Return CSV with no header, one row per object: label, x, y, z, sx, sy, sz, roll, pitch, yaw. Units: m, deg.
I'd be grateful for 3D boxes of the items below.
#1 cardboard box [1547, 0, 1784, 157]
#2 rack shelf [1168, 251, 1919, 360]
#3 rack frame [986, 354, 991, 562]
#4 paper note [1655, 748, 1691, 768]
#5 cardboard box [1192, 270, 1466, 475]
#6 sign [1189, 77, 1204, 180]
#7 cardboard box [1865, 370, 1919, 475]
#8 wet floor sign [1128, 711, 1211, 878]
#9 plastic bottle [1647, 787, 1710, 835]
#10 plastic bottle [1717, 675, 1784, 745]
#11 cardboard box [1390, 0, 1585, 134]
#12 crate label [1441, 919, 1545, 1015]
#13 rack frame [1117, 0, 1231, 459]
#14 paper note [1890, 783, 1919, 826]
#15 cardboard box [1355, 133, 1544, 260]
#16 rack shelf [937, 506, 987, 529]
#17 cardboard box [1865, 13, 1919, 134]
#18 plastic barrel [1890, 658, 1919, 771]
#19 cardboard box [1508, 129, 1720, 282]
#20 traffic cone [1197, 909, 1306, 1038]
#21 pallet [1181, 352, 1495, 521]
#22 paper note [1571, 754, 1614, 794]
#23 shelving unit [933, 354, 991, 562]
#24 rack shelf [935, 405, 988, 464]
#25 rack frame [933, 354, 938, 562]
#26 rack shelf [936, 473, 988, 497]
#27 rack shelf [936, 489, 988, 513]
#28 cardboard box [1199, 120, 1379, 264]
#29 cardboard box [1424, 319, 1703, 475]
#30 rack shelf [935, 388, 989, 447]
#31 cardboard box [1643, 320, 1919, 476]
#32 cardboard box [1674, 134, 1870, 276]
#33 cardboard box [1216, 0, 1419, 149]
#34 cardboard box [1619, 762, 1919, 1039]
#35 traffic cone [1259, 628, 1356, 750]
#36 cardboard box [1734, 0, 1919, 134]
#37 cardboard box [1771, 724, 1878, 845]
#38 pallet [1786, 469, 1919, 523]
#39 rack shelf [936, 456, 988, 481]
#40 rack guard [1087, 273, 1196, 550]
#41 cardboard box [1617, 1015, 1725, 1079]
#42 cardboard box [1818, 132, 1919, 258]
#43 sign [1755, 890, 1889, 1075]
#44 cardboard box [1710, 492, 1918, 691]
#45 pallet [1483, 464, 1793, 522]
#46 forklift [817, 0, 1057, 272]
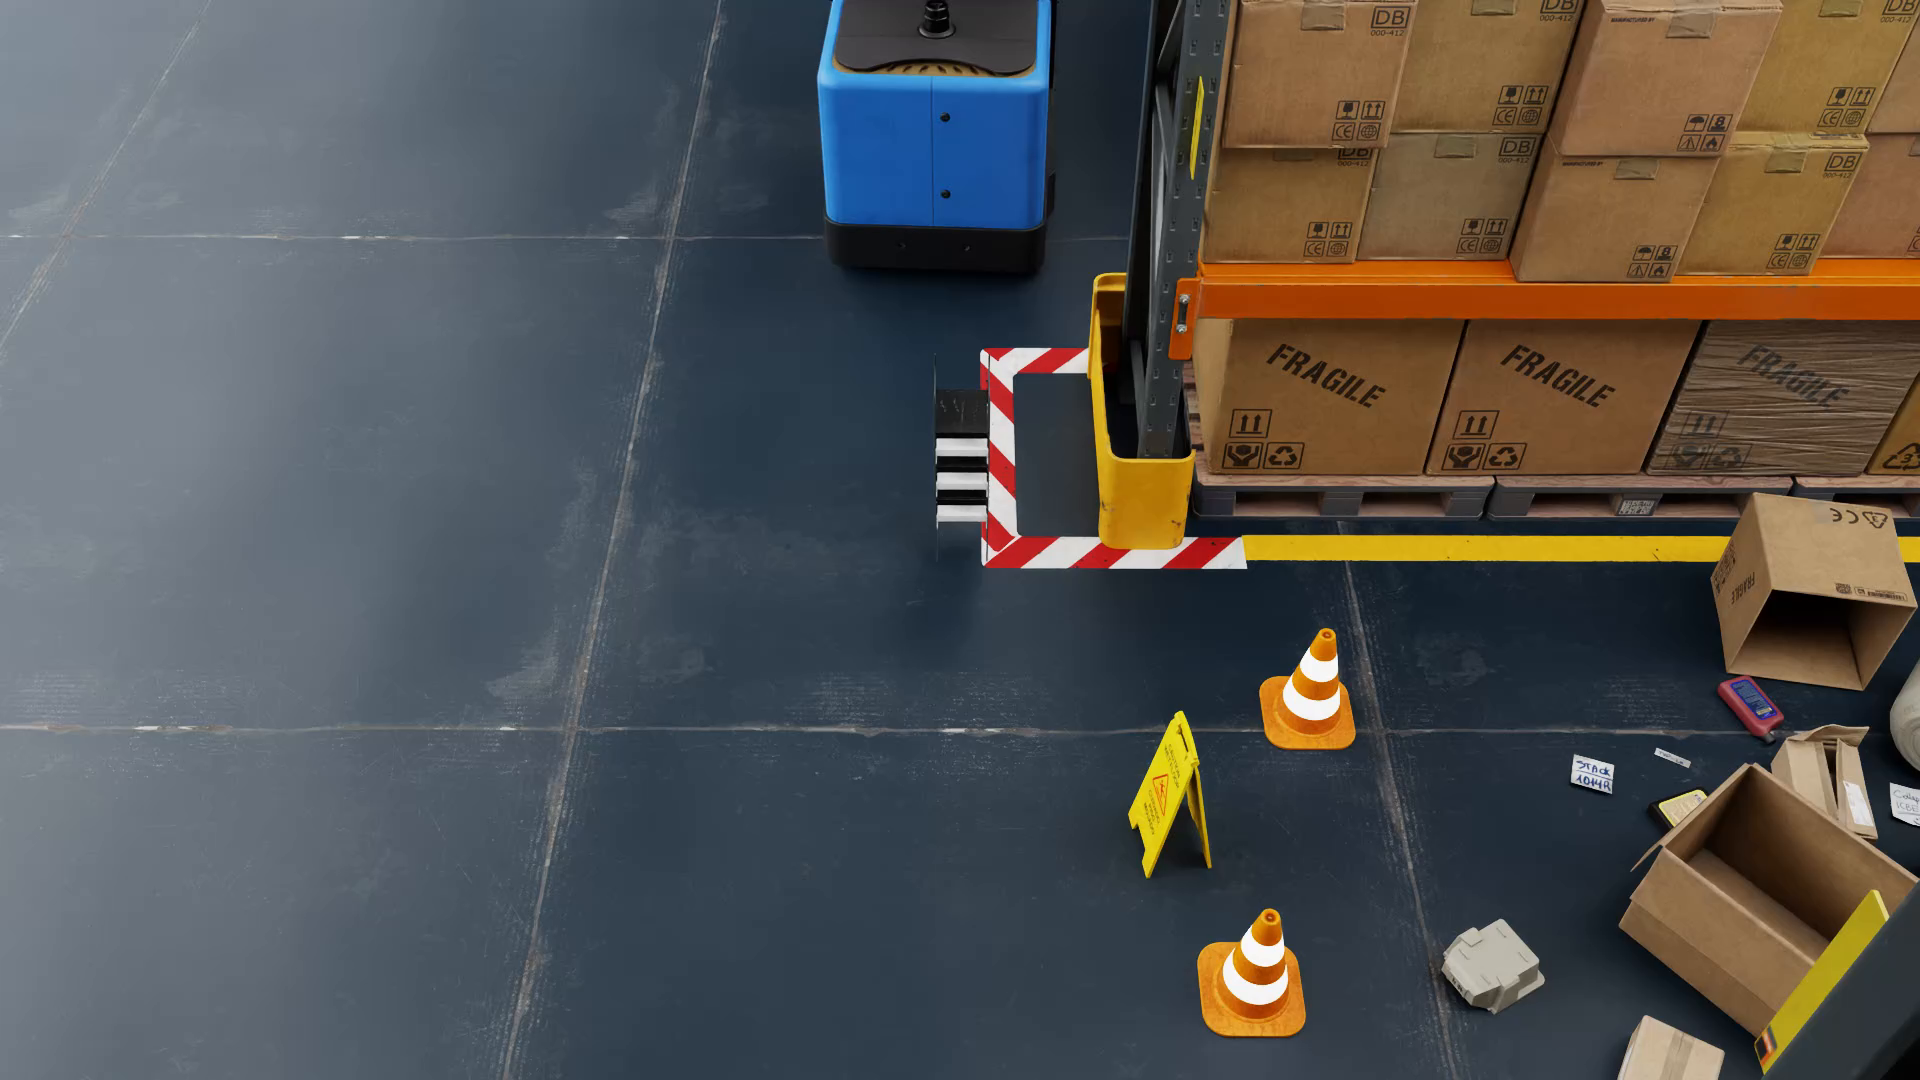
cardboard box,2.253,-1.767,5.586,0.550,0.550,0.875,0,47,0
rack shelf,2.772,-1.162,6.354,4.000,0.370,1.077,0,47,0
rack frame,0.110,-0.306,6.501,0.006,0.900,0.240,0,47,0
paper note,2.607,0.797,6.082,0.123,0.001,0.032,23,51,20
cardboard box,1.450,-0.878,6.764,0.875,0.875,0.875,0,47,0
sign,0.764,-1.328,5.372,0.005,0.325,0.100,0,47,0
cardboard box,4.143,-0.874,6.759,0.875,0.875,0.875,1,47,1
wet floor sign,0.736,0.839,5.609,0.232,0.644,0.267,-7,47,-7
plastic bottle,2.599,0.956,5.899,0.283,0.061,0.133,-15,49,-13
plastic bottle,2.966,0.636,6.197,0.133,0.061,0.283,-15,49,-13
cardboard box,1.693,-1.868,5.680,0.550,0.550,0.875,0,47,0
crate label,1.740,1.387,5.446,0.298,0.136,0.250,-23,51,-20
rack frame,0.772,-1.412,6.096,0.127,3.000,1.000,0,47,0
paper note,3.407,0.948,5.932,0.155,0.023,0.172,15,49,14
cardboard box,1.693,-1.510,6.085,0.550,0.550,0.875,0,47,0
rack shelf,0.008,-0.161,6.657,0.200,0.077,0.258,0,47,0
cardboard box,3.313,-1.865,5.677,0.550,0.550,0.875,0,47,0
plastic barrel,3.632,0.596,5.987,0.421,0.421,0.512,32,55,26
cardboard box,2.253,-1.417,5.998,0.550,0.550,0.875,0,47,0
traffic cone,0.954,1.319,5.287,0.334,0.463,0.336,0,47,0
pallet,1.572,-0.517,7.168,1.213,0.211,1.003,0,47,0
paper note,2.292,0.847,6.023,0.142,0.017,0.144,15,49,14
shelving unit,0.008,-0.307,6.501,0.210,0.900,0.258,0,47,0
rack shelf,0.008,-0.407,6.394,0.200,0.077,0.258,0,47,0
rack frame,-0.094,-0.307,6.502,0.006,0.900,0.240,0,47,0
rack shelf,0.008,-0.284,6.526,0.200,0.077,0.258,0,47,0
rack shelf,0.008,-0.223,6.592,0.200,0.077,0.258,0,47,0
cardboard box,1.143,-1.496,6.071,0.550,0.550,0.875,0,47,0
cardboard box,2.330,-0.877,6.763,0.875,0.875,0.875,-1,47,0
rack shelf,0.008,-0.468,6.328,0.200,0.077,0.258,0,47,0
cardboard box,3.242,-0.873,6.759,0.875,0.875,0.875,0,47,0
cardboard box,2.783,-1.446,6.025,0.500,0.550,0.875,0,47,0
cardboard box,1.143,-1.802,5.619,0.550,0.550,0.875,0,47,0
cardboard box,2.621,1.213,5.358,0.637,0.503,0.797,-31,54,-26
traffic cone,1.298,0.493,6.056,0.334,0.463,0.336,0,47,0
cardboard box,2.783,-1.861,5.673,0.500,0.550,0.875,0,47,0
cardboard box,3.046,0.873,5.836,0.258,0.266,0.396,8,48,7
pallet,4.012,-0.511,7.162,1.213,0.211,1.003,0,47,0
rack shelf,0.008,-0.345,6.460,0.200,0.077,0.258,0,47,0
rack guard,0.748,-0.561,7.011,0.348,0.500,1.175,0,47,0
cardboard box,2.172,1.707,5.140,0.250,0.149,0.380,23,51,20
cardboard box,3.313,-1.517,6.092,0.550,0.550,0.875,0,47,0
sign,0.877,0.481,1.679,0.005,0.325,0.100,0,47,0
cardboard box,3.216,0.196,6.305,0.500,0.500,0.500,8,48,7
pallet,2.789,-0.512,7.163,1.213,0.211,1.003,0,47,0
forklift,-0.045,-3.347,7.944,1.130,2.935,3.031,2,47,2
